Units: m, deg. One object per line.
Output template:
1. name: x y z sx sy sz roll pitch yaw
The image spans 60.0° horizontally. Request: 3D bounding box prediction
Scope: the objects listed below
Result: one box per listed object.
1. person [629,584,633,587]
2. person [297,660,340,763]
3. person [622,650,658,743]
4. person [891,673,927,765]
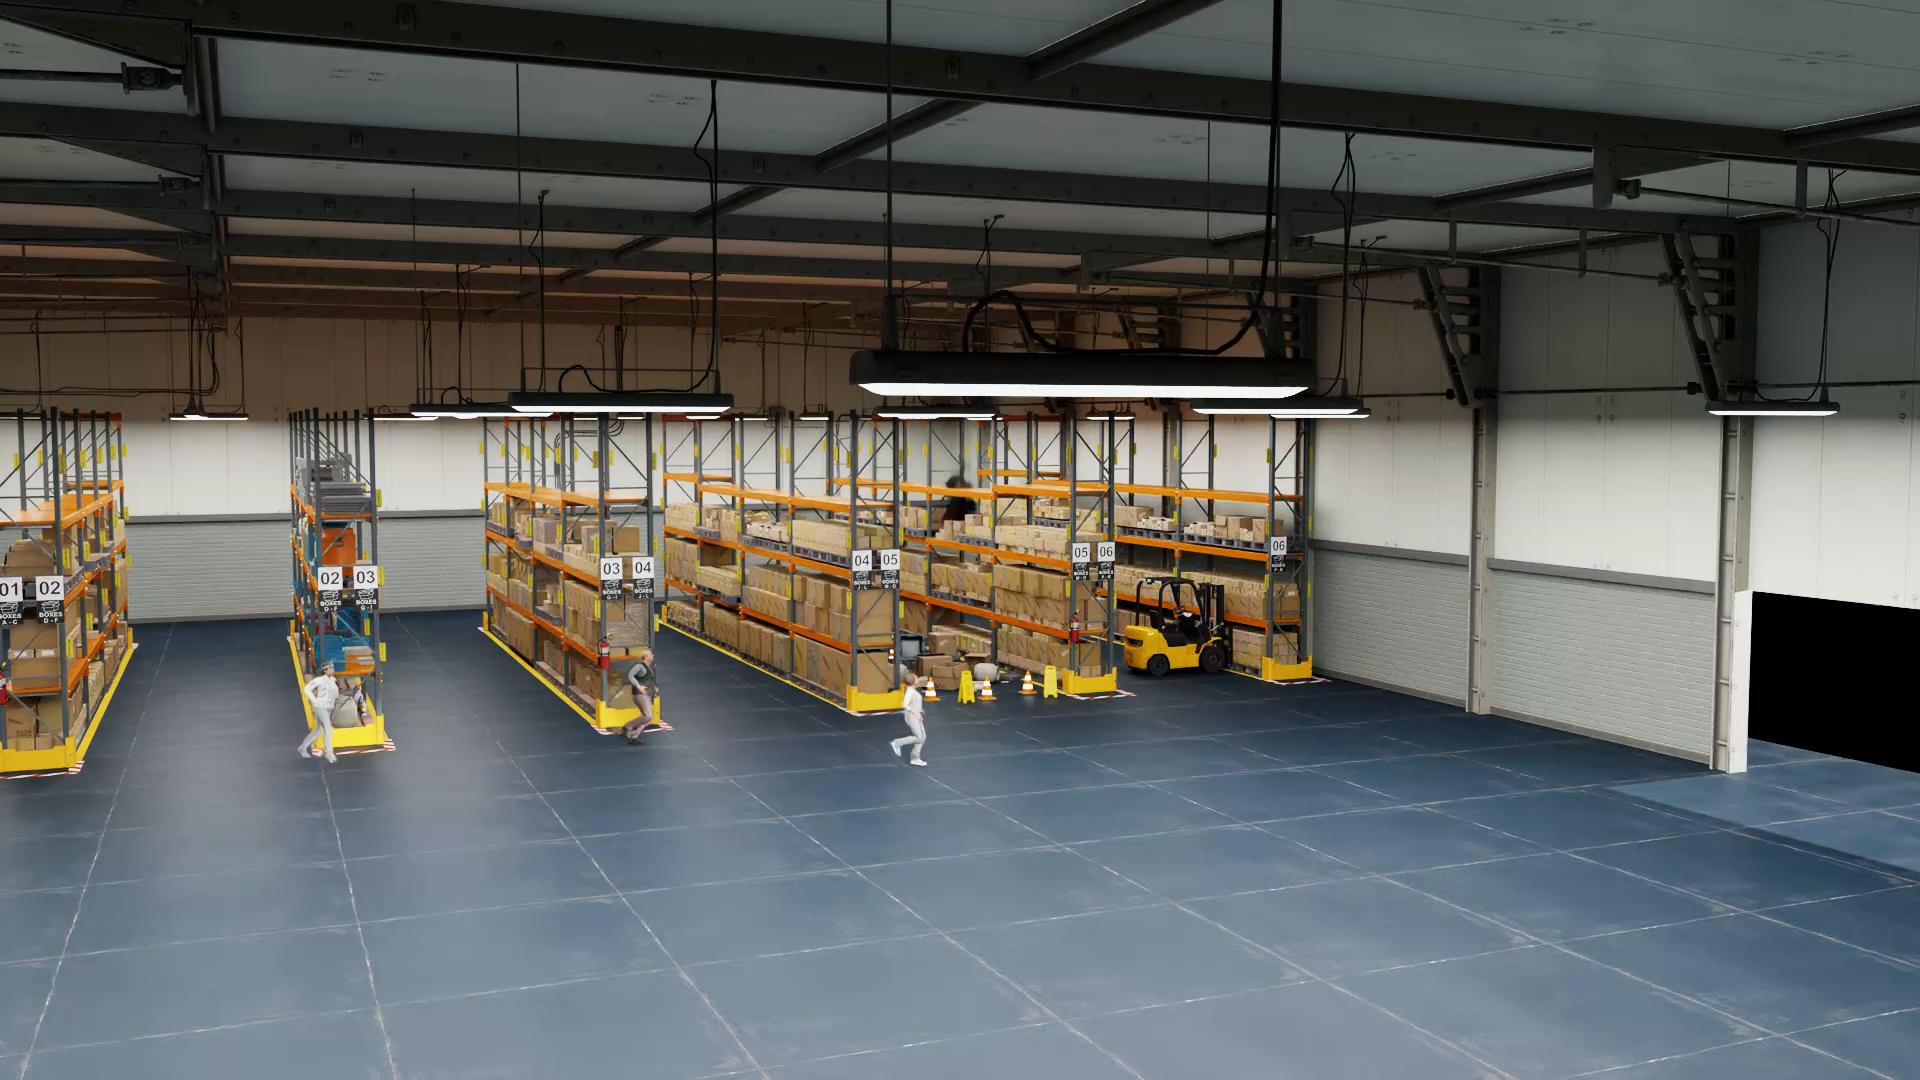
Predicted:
1. person: -8.612 1.709 44.736 0.672 1.800 0.969 -1 4 -15
2. person: -10.852 2.910 28.371 0.810 1.722 0.615 1 4 12
3. person: -5.717 2.807 29.924 0.572 1.636 0.715 1 4 12
4. person: -0.849 3.000 27.883 0.589 1.561 0.537 0 4 7
